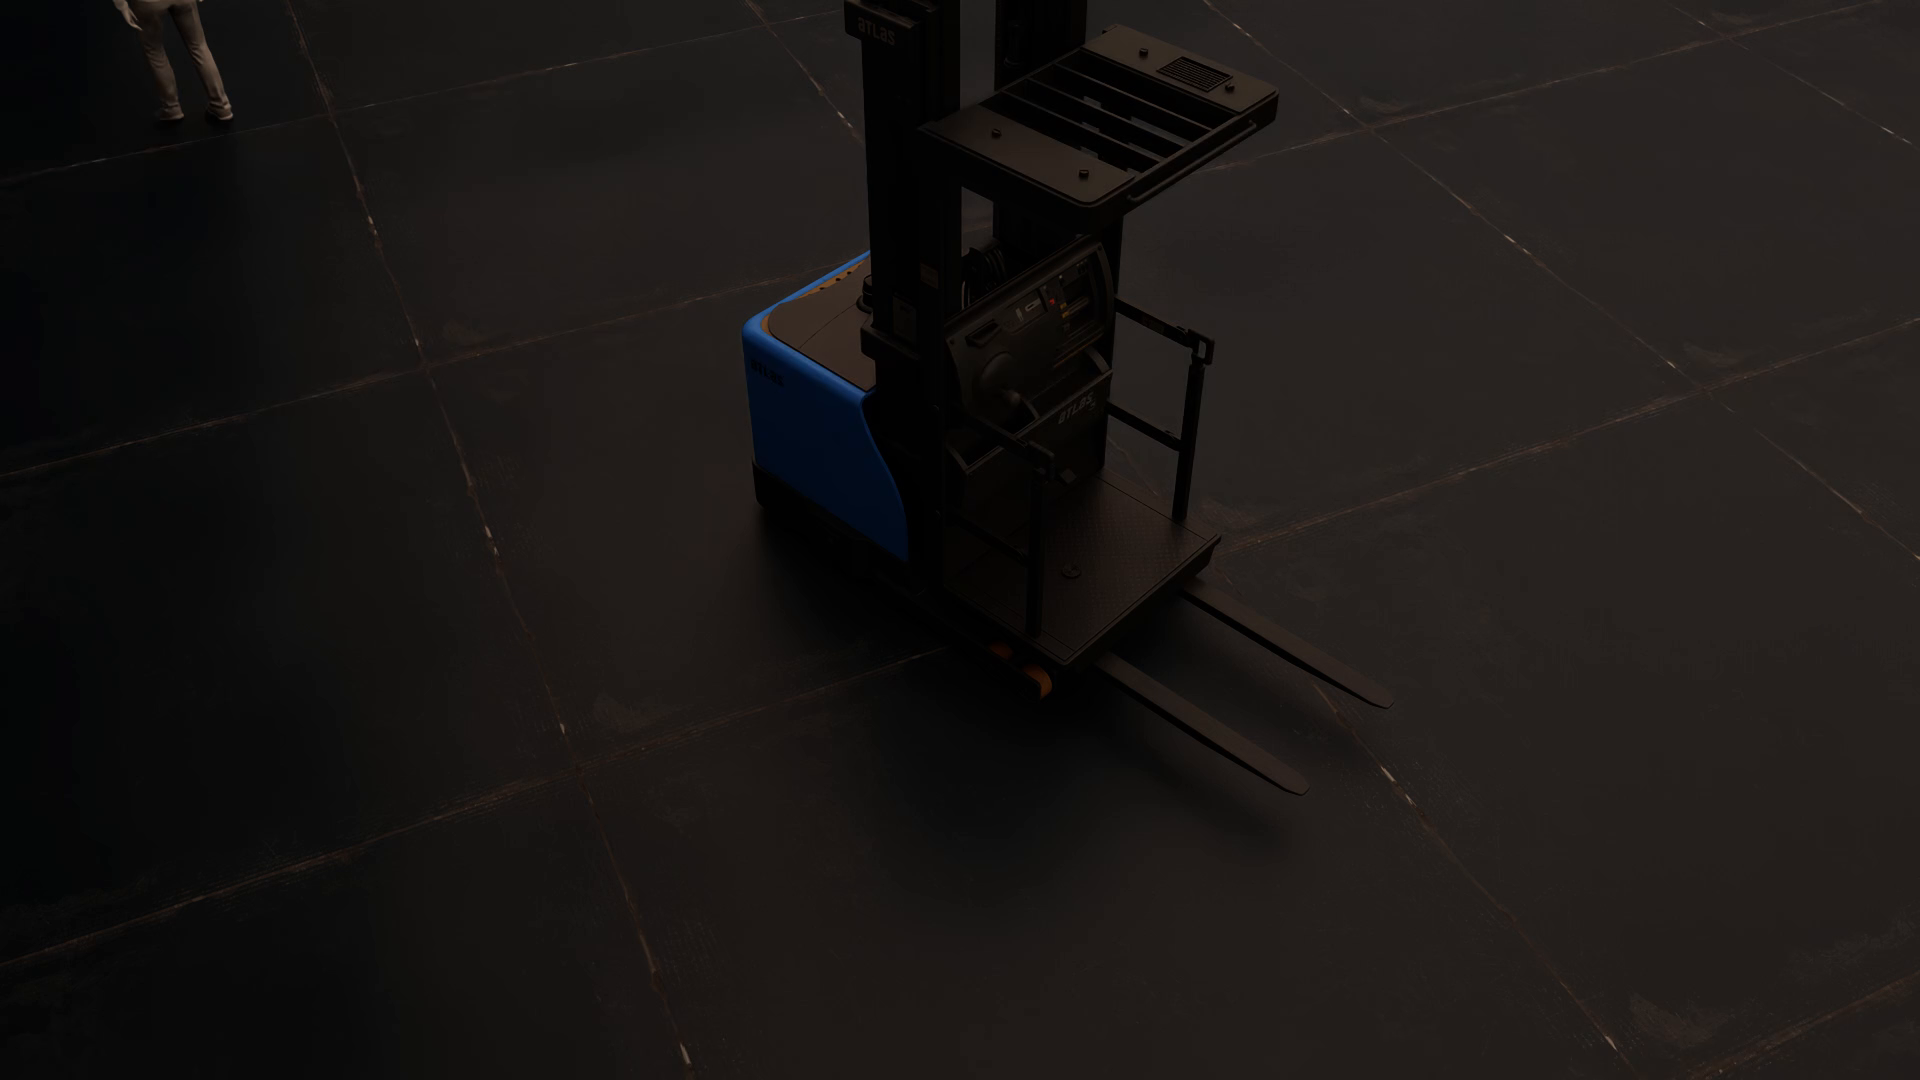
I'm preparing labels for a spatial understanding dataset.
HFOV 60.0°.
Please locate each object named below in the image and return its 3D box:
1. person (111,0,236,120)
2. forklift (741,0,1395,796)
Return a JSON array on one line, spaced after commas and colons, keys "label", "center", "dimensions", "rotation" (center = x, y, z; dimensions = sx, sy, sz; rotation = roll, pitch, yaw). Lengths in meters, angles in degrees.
[{"label": "person", "center": [-4.924, -3.391, 10.210], "dimensions": [0.586, 1.694, 0.532], "rotation": [-29, 50, -28]}, {"label": "forklift", "center": [0.445, -0.788, 6.525], "dimensions": [3.031, 2.935, 1.130], "rotation": [32, 52, 30]}]
